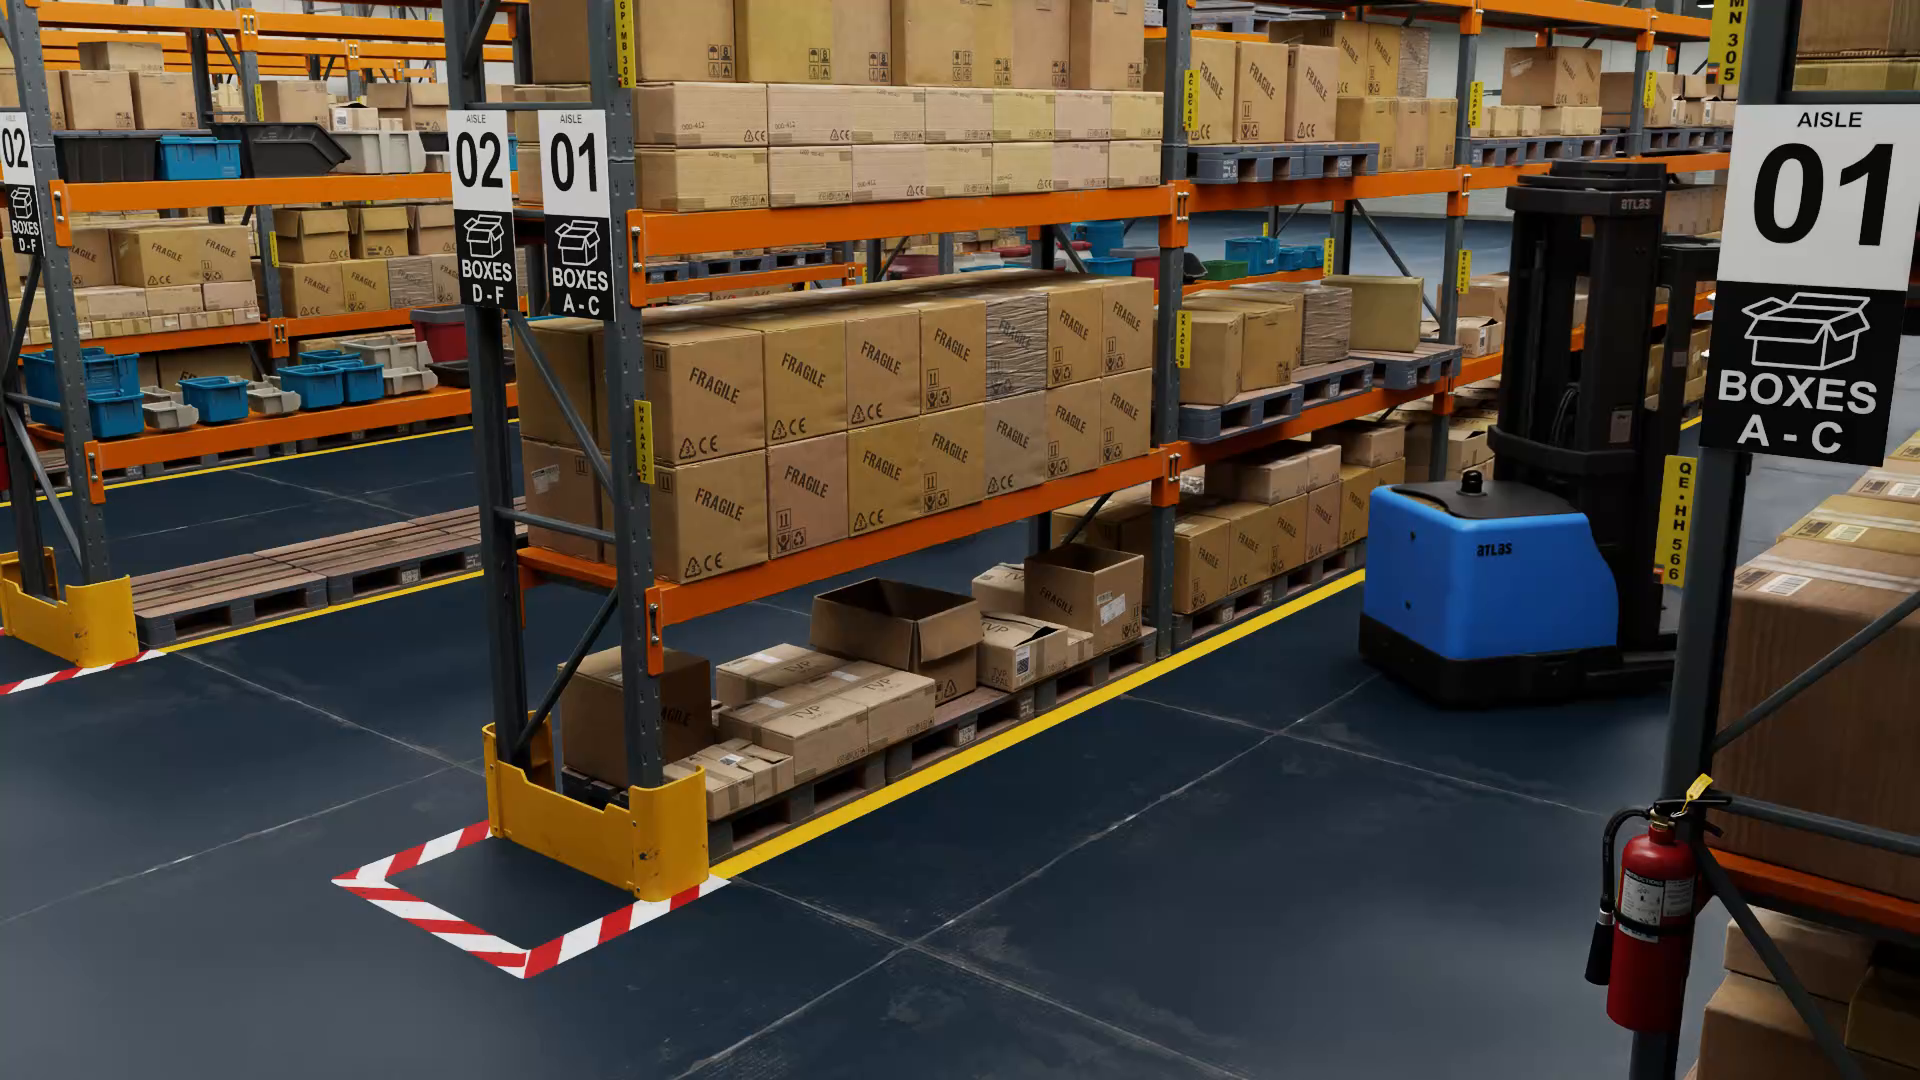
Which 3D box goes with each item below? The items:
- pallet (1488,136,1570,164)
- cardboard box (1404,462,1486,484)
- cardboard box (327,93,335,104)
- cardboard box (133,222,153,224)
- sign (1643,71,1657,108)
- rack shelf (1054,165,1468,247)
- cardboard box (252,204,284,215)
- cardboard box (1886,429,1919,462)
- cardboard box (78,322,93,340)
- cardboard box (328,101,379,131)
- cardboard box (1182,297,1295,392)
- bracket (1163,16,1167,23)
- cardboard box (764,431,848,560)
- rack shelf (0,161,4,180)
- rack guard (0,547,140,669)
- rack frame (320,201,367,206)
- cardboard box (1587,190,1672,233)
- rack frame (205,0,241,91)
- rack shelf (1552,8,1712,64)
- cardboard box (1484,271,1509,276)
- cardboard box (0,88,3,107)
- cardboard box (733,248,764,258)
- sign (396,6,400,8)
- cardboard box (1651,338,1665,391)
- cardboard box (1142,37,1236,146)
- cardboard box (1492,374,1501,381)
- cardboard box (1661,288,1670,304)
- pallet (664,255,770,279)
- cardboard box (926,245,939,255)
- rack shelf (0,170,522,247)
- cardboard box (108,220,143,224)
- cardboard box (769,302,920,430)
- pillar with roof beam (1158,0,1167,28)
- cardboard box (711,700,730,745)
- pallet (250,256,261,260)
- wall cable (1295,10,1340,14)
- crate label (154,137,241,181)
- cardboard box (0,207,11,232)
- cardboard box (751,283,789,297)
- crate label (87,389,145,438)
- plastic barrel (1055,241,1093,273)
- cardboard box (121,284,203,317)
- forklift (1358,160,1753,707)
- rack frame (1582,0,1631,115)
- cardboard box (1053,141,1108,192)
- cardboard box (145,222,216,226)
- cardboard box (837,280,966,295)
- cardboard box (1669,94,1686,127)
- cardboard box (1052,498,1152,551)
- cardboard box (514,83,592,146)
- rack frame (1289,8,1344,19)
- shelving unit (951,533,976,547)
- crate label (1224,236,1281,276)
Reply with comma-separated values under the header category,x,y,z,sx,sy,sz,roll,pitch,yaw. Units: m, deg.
category,x,y,z,sx,sy,sz,roll,pitch,yaw
pallet,4.423,-3.301,14.051,1.003,0.211,1.213,12,19,40
cardboard box,3.923,-0.506,13.489,0.500,0.250,0.500,11,18,37
cardboard box,-8.184,-5.656,21.182,0.396,0.266,0.258,11,18,38
cardboard box,-9.548,-3.659,19.621,0.380,0.149,0.250,11,18,37
sign,6.308,-4.121,15.207,0.100,0.325,0.005,11,18,38
rack shelf,2.109,-2.302,11.198,1.077,0.370,4.000,11,18,38
cardboard box,-10.932,-5.297,25.960,0.500,0.500,0.500,12,18,38
cardboard box,3.890,0.047,5.973,0.980,0.700,0.700,11,18,36
cardboard box,-7.756,-1.822,14.450,0.380,0.149,0.250,12,18,38
cardboard box,-6.092,-4.158,16.370,0.500,0.311,0.500,10,18,36
cardboard box,1.706,-1.264,10.685,0.500,0.500,0.700,-12,19,-40
bracket,6.852,-17.216,55.041,0.235,0.232,0.430,11,18,38
cardboard box,-0.858,-0.240,7.509,0.500,0.500,0.500,11,18,37
rack shelf,-8.108,-3.070,14.220,1.077,0.370,4.000,11,18,38
rack guard,-5.518,0.403,10.258,1.175,0.500,0.348,11,18,38
rack frame,-8.131,-3.901,22.121,1.000,3.000,0.127,11,18,38
cardboard box,6.786,-3.302,16.927,0.700,0.500,0.500,11,18,38
rack frame,-13.394,-9.088,30.358,1.000,3.000,0.127,11,18,38
rack shelf,7.137,-5.094,16.909,1.077,0.370,4.000,11,18,38
cardboard box,5.053,-2.149,15.023,0.500,0.500,0.500,13,19,41
cardboard box,-8.345,-3.639,13.742,0.700,0.500,0.500,10,17,34
cardboard box,-2.841,-3.787,20.612,0.797,0.503,0.637,14,20,43
sign,-9.096,-8.766,26.869,0.100,0.325,0.005,11,18,38
cardboard box,7.043,-1.812,17.109,0.500,0.500,0.500,11,18,38
cardboard box,1.226,-2.653,9.860,0.600,0.600,0.600,9,17,32
cardboard box,5.426,-1.448,16.060,0.500,0.311,0.500,11,18,38
cardboard box,7.120,-2.776,17.492,0.700,0.500,0.500,12,19,39
pallet,-3.125,-3.406,20.565,1.003,0.211,1.213,11,18,38
cardboard box,-0.522,-4.042,23.188,0.380,0.149,0.250,11,18,38
rack shelf,-4.256,-2.303,11.203,1.077,0.370,4.000,11,18,38
cardboard box,-10.048,-3.763,20.028,0.380,0.149,0.250,11,18,37
cardboard box,-0.537,-0.821,7.767,0.500,0.500,0.500,12,18,38
pillar with roof beam,10.185,-14.940,53.391,9.100,9.000,0.548,11,18,38
cardboard box,-1.188,0.906,8.061,0.380,0.166,0.250,11,18,38
pallet,-9.344,-3.422,20.628,1.003,0.211,1.213,11,18,38
wall cable,11.821,-16.489,55.541,3.097,2.526,0.112,11,18,38
crate label,-4.681,-2.324,10.123,0.408,0.251,0.502,11,18,38
cardboard box,-10.731,-3.680,18.415,0.500,0.500,0.500,10,18,36
cardboard box,-3.478,-4.466,27.811,0.875,0.875,0.875,11,18,38
crate label,-5.101,-0.759,9.975,0.416,0.233,0.303,11,18,38
plastic barrel,1.258,-3.030,18.418,0.433,0.535,0.433,0,14,0
cardboard box,-7.248,-2.194,15.106,0.500,0.250,0.500,12,19,39
forklift,3.960,-0.687,9.610,3.031,2.935,1.130,-4,15,-16
rack frame,5.882,-5.253,15.261,0.949,2.616,0.053,11,18,38
cardboard box,0.430,-1.967,8.721,0.500,0.250,0.500,11,18,38
cardboard box,-7.351,-2.730,15.693,0.500,0.500,0.500,11,18,38
cardboard box,-0.311,-1.103,8.875,0.500,0.500,0.500,11,18,36
cardboard box,6.741,-4.187,16.201,0.500,0.311,0.500,10,17,35
cardboard box,0.939,0.046,10.771,0.500,0.500,0.500,11,18,37
cardboard box,-1.538,-1.809,7.086,0.500,0.250,0.500,11,18,38
rack frame,4.543,-6.787,21.299,1.000,3.000,0.127,11,18,38
shelving unit,-0.034,-0.499,12.690,0.215,1.050,0.252,11,18,38
crate label,3.597,-3.502,20.481,0.502,0.435,0.616,11,18,38
